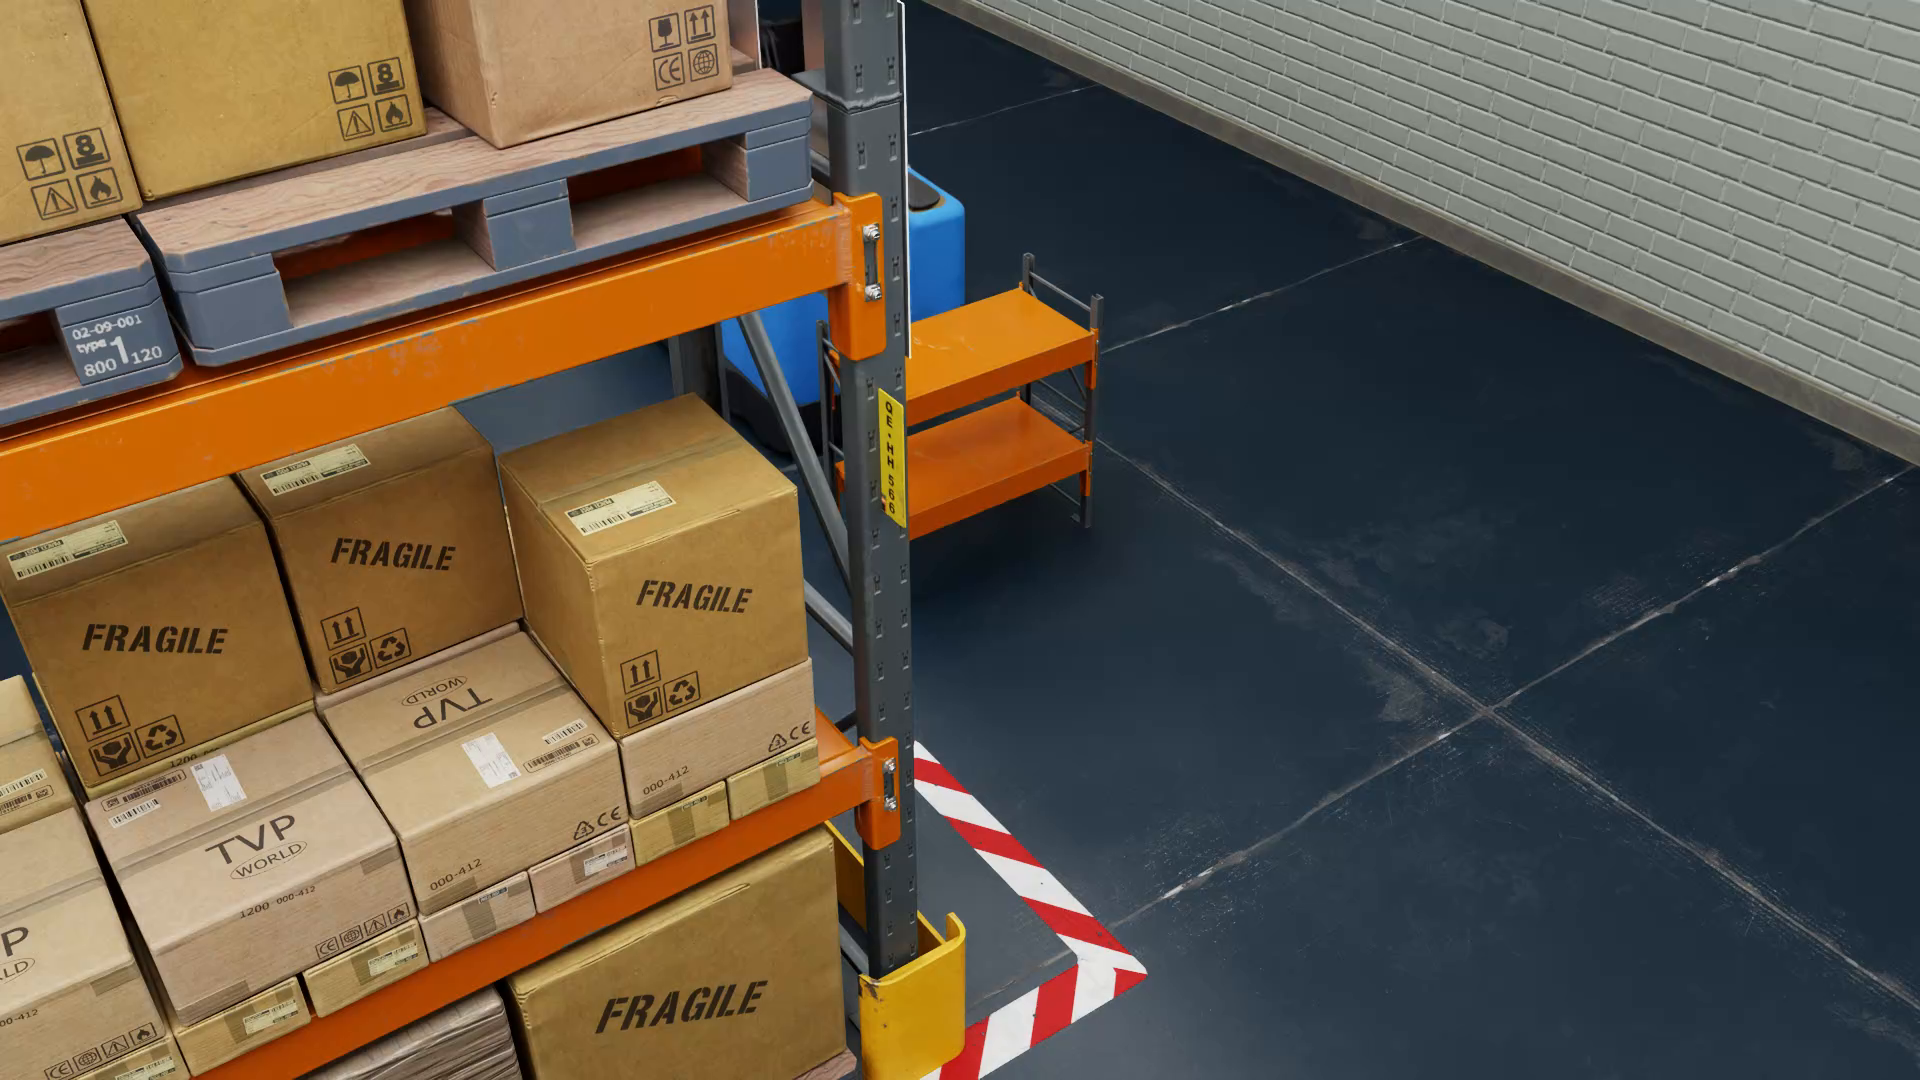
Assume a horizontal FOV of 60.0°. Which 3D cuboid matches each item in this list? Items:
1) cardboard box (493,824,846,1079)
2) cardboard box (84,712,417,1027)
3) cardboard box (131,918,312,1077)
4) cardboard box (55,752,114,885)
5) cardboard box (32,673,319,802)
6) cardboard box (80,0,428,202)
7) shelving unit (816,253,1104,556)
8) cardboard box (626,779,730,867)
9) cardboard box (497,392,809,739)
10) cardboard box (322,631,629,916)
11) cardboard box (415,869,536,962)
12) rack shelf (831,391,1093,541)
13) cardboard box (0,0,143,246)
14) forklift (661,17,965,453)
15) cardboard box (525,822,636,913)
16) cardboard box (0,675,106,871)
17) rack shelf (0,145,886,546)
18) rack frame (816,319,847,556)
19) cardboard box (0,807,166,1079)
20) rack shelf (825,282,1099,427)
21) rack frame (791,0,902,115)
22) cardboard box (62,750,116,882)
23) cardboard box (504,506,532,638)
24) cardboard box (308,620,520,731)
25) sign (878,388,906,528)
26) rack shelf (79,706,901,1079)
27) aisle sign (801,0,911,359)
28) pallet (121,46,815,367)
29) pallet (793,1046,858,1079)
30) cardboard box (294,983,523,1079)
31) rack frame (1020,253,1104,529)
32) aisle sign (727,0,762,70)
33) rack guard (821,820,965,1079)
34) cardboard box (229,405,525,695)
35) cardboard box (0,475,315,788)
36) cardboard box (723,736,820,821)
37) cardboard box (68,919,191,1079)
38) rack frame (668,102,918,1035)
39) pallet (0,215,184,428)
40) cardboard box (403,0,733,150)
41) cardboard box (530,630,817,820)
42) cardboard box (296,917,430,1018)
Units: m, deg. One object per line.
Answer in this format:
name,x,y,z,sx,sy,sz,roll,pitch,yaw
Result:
cardboard box,-0.932,1.066,4.659,0.875,0.875,0.875,-22,41,-28
cardboard box,-1.529,0.692,3.592,0.500,0.250,0.500,-24,42,-29
cardboard box,-1.602,0.931,3.601,0.250,0.149,0.380,-22,41,-28
cardboard box,-2.192,0.703,3.919,0.250,0.149,0.380,-23,42,-29
cardboard box,-1.837,0.439,3.945,0.500,0.250,0.500,-24,42,-29
cardboard box,-1.379,-1.017,2.995,0.500,0.500,0.700,-24,42,-29
shelving unit,0.006,-0.459,6.925,1.048,1.125,0.538,-22,41,-28
cardboard box,-0.768,0.588,4.079,0.250,0.149,0.380,-22,41,-27
cardboard box,-0.702,0.046,3.849,0.500,0.500,0.500,-22,41,-27
cardboard box,-1.113,0.521,3.831,0.500,0.250,0.500,-23,42,-29
cardboard box,-1.179,0.756,3.846,0.250,0.149,0.380,-22,41,-27
rack shelf,0.006,-0.260,7.067,1.000,0.278,0.538,-22,41,-28
cardboard box,-1.774,-0.820,2.721,0.500,0.500,0.700,-25,43,-31
forklift,-1.167,-2.422,8.107,1.130,2.935,3.031,-20,40,-25
cardboard box,-0.975,0.672,3.962,0.250,0.149,0.380,-22,41,-28
cardboard box,-2.260,0.617,3.697,0.500,0.250,0.500,-23,42,-29
rack shelf,-2.090,-0.132,2.912,4.000,0.370,1.077,-22,41,-28
rack frame,-0.410,-0.288,6.687,0.032,1.125,0.500,-22,41,-28
cardboard box,-1.953,0.869,3.346,0.500,0.250,0.500,-22,41,-28
rack shelf,0.006,-0.697,6.754,1.000,0.278,0.538,-22,41,-28
rack frame,-0.455,-2.315,2.762,0.127,3.000,1.000,-22,41,-28
cardboard box,-1.985,0.618,4.037,0.250,0.149,0.380,-23,42,-28
cardboard box,-1.003,0.093,4.425,0.500,0.250,0.500,-24,42,-29
cardboard box,-1.424,0.271,4.177,0.500,0.250,0.500,-23,42,-28
sign,-0.154,-0.182,3.739,0.005,0.325,0.100,-22,41,-28
rack shelf,-2.090,1.085,3.788,4.000,0.370,1.077,-22,41,-28
aisle sign,-0.224,-0.816,3.589,0.004,0.787,0.394,-22,41,-28
pallet,-1.056,-0.807,3.309,1.213,0.211,1.003,-22,41,-28
pallet,-1.064,1.559,4.902,1.213,0.211,1.003,-22,41,-28
cardboard box,-1.676,1.372,4.233,0.875,0.875,0.875,-22,41,-28
rack frame,0.421,-0.630,7.162,0.032,1.125,0.500,-22,41,-28
aisle sign,-0.569,-1.102,3.987,0.004,0.787,0.394,-22,41,-28
rack guard,-0.436,1.127,5.254,0.348,0.500,1.175,-22,41,-28
cardboard box,-1.412,-0.043,3.972,0.500,0.500,0.500,-23,42,-29
cardboard box,-1.832,0.134,3.726,0.500,0.500,0.500,-24,42,-29
cardboard box,-0.557,0.500,4.202,0.250,0.149,0.380,-22,41,-27
cardboard box,-1.806,1.014,3.487,0.250,0.149,0.380,-22,41,-27
rack frame,-0.455,0.121,4.513,0.127,3.000,1.000,-22,41,-28
pallet,-2.054,-0.394,2.736,1.213,0.211,1.003,-22,41,-28
cardboard box,-0.849,-1.148,3.178,0.500,0.500,0.700,-25,43,-30
cardboard box,-0.698,0.350,4.067,0.500,0.250,0.500,-23,42,-29
cardboard box,-1.391,0.844,3.723,0.250,0.149,0.380,-23,42,-29
